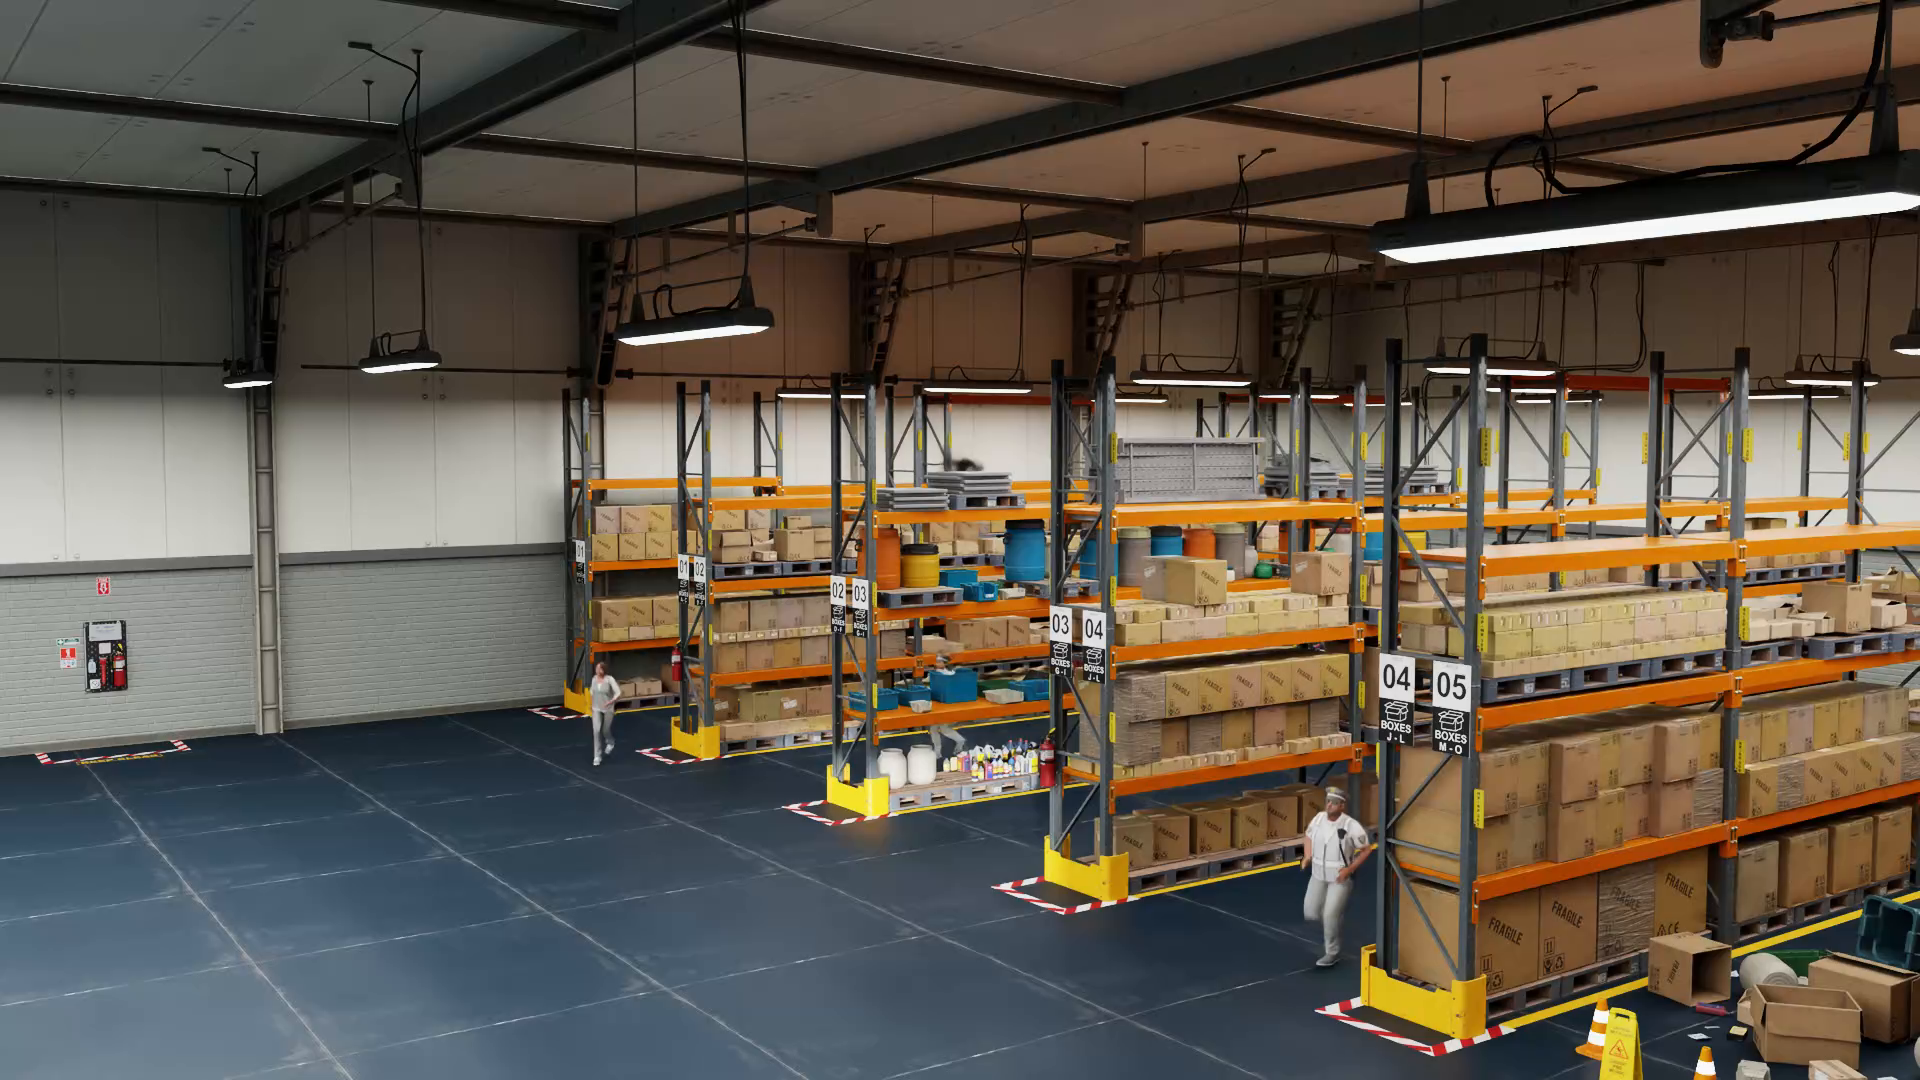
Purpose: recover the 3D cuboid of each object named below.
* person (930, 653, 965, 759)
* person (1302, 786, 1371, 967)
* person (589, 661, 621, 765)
[{"bbox_3d":[-0.275,2.607,26.226,0.669,1.681,0.625,-4,5,-45],"label":"person"},{"bbox_3d":[3.660,3.254,16.236,0.703,1.738,0.593,3,5,38],"label":"person"},{"bbox_3d":[-5.567,2.681,26.080,0.534,1.586,0.813,0,4,6],"label":"person"}]
